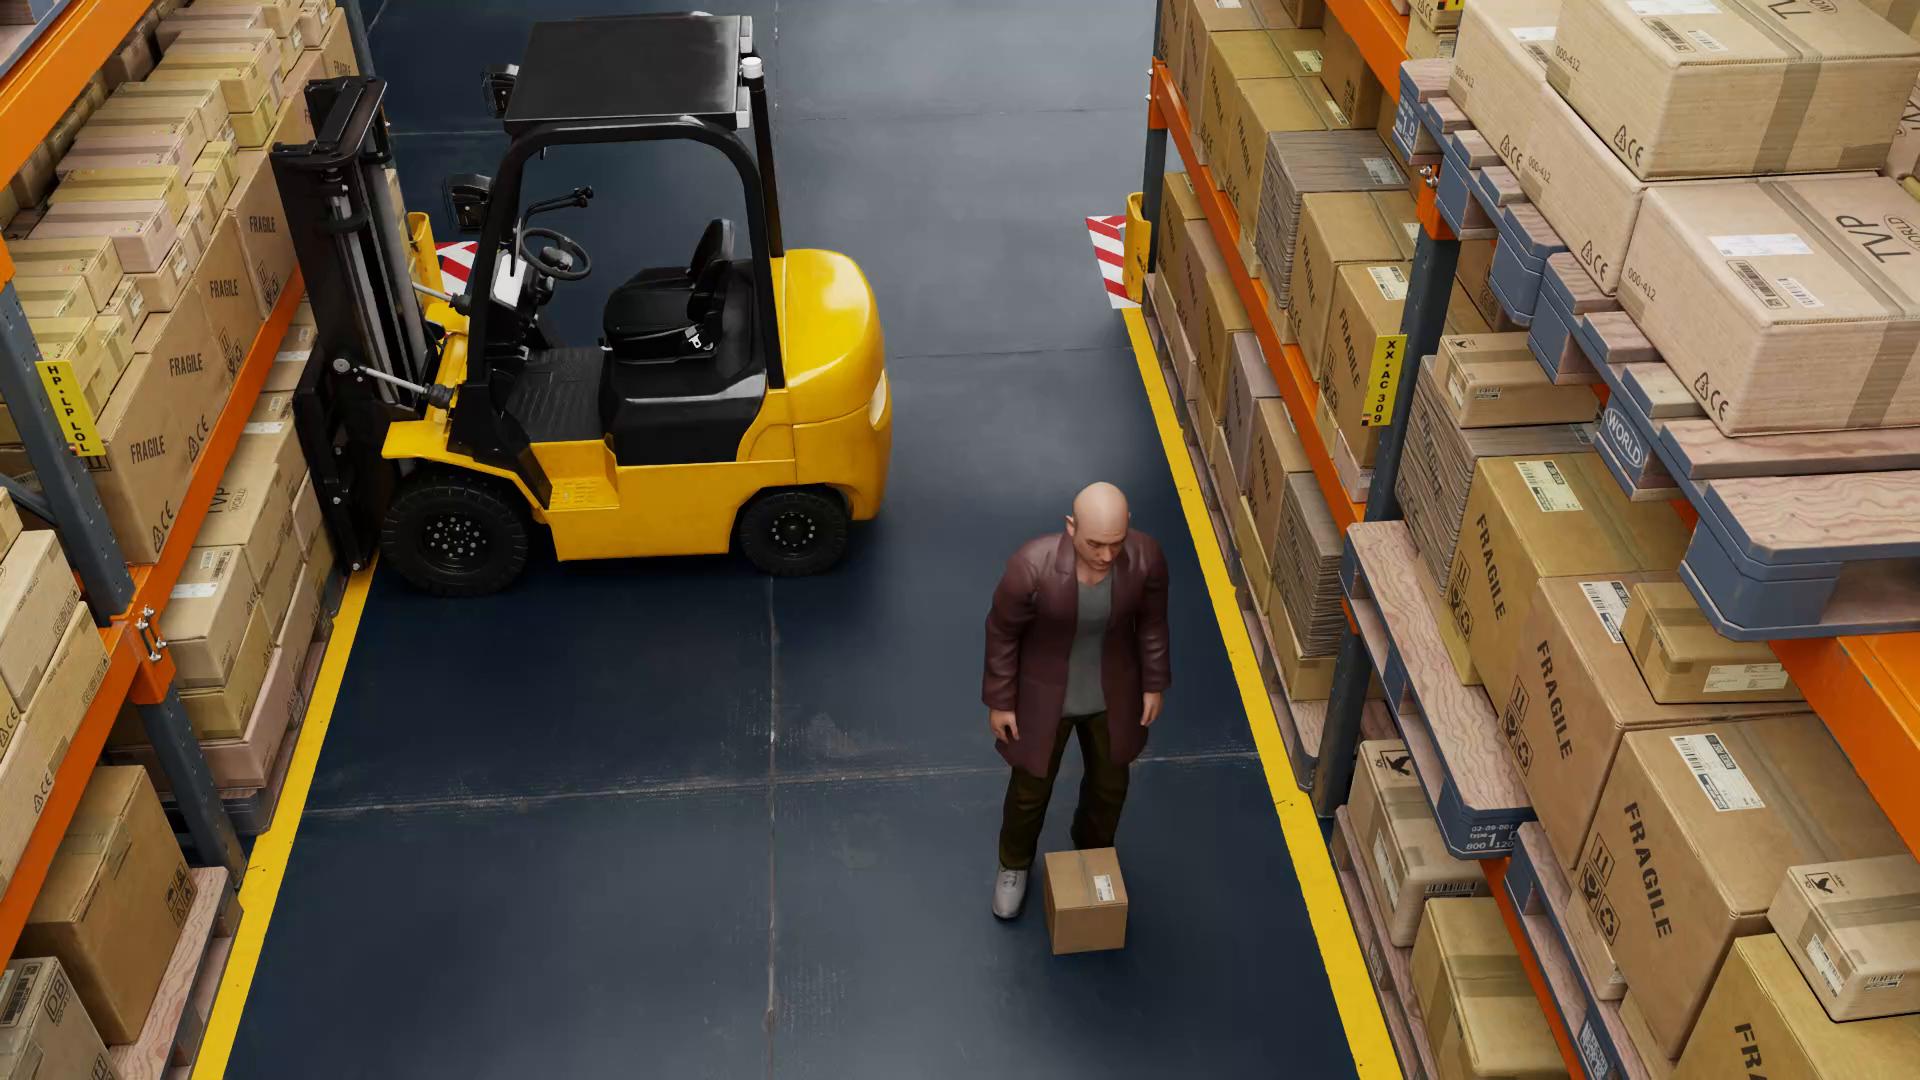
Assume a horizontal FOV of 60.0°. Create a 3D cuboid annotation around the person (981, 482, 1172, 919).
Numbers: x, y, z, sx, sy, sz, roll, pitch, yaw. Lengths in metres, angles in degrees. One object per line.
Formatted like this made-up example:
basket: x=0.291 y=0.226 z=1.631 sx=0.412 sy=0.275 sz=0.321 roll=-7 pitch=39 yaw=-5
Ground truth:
person: x=0.390 y=0.517 z=5.519 sx=0.644 sy=1.772 sz=0.433 roll=-6 pitch=39 yaw=-7
